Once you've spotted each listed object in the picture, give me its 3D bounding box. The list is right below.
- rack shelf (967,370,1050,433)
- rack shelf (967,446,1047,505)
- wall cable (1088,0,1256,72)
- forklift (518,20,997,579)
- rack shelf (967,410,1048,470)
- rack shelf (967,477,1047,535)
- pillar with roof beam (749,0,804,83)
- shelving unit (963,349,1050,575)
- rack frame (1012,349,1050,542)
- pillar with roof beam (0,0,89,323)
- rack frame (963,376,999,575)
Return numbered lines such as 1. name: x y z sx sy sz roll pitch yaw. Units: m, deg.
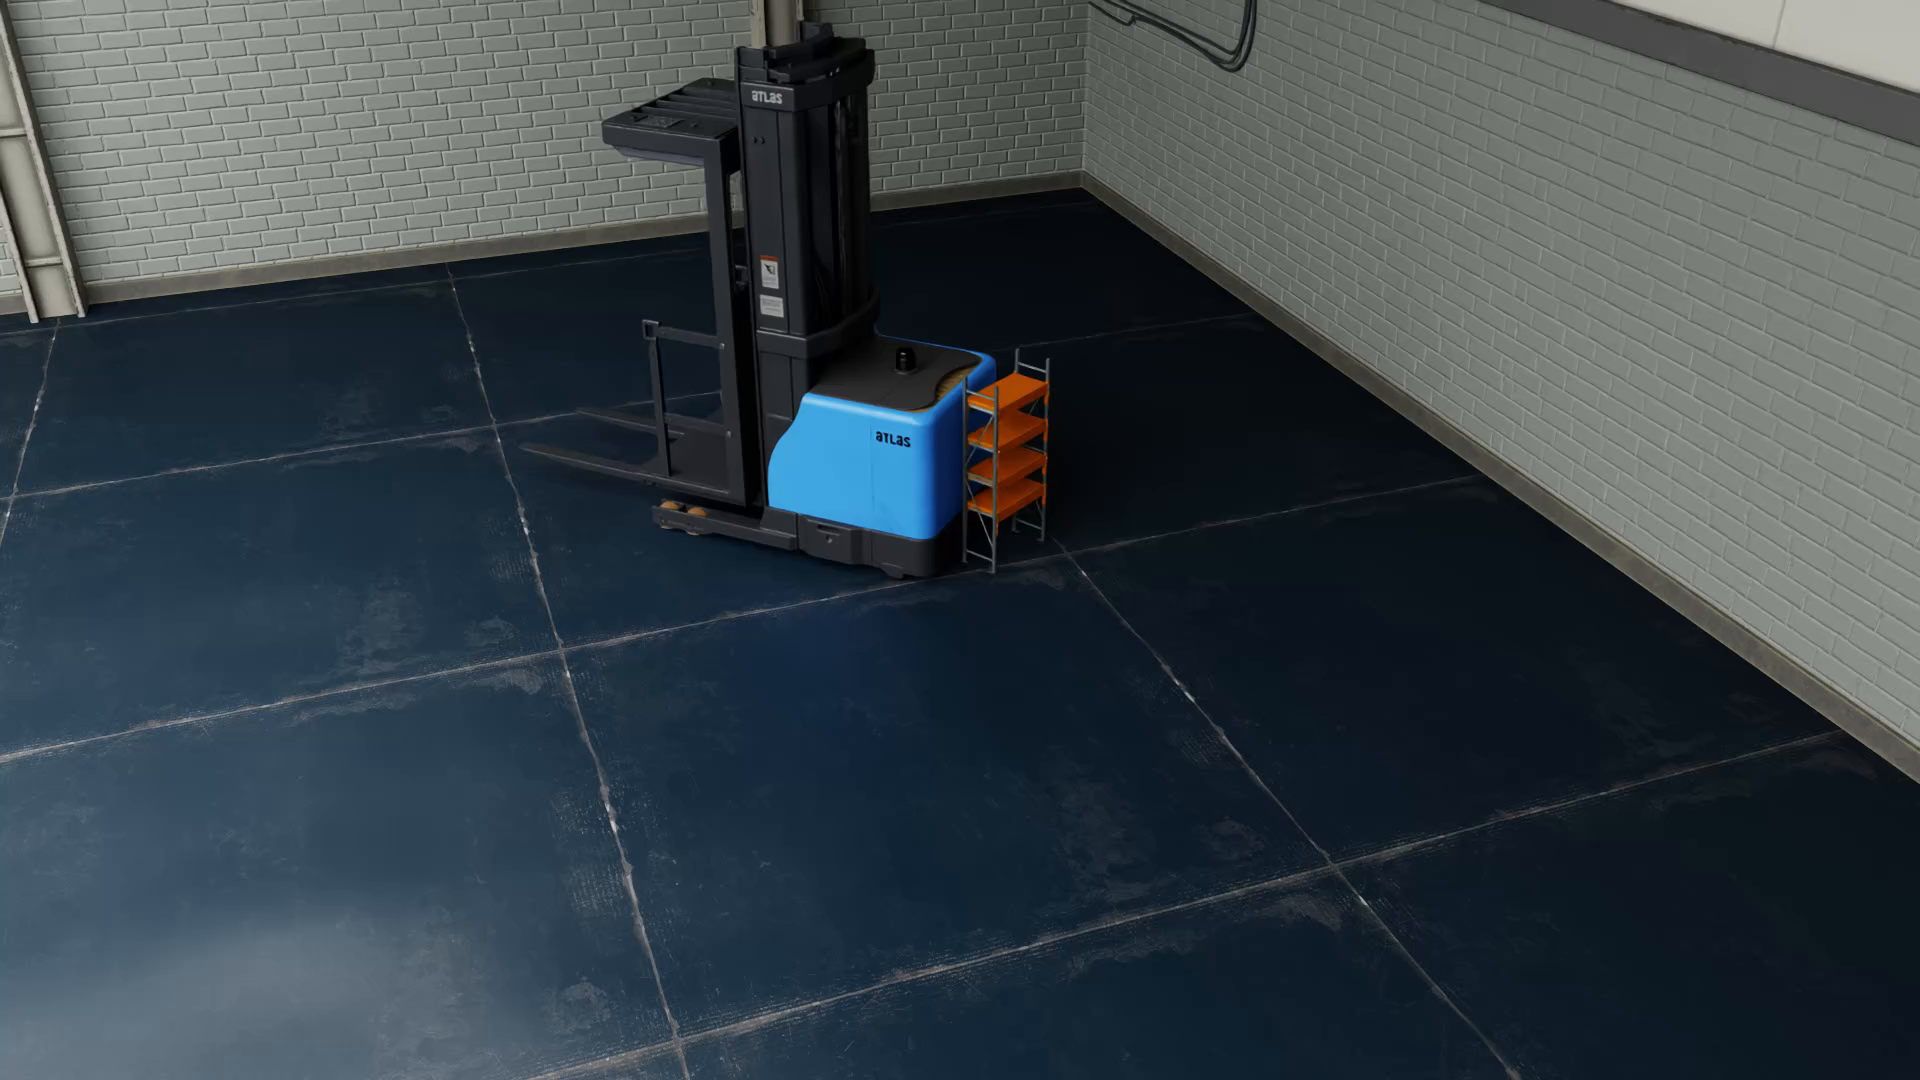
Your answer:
1. rack shelf: 0.266 -0.794 9.488 0.258 0.148 0.480 21 36 33
2. rack shelf: 0.266 -0.394 9.716 0.258 0.148 0.480 21 36 33
3. wall cable: 1.659 -5.306 13.459 0.112 2.526 3.097 -10 31 -18
4. forklift: -1.331 -1.524 9.814 3.031 2.935 1.130 13 32 21
5. rack shelf: 0.266 -0.588 9.605 0.258 0.148 0.480 21 36 33
6. rack shelf: 0.266 -0.221 9.814 0.258 0.148 0.480 21 36 33
7. pillar with roof beam: -0.062 -4.762 9.369 0.400 9.000 9.100 -10 31 -18
8. shelving unit: 0.266 -0.452 9.683 0.258 1.200 0.503 21 36 33
9. rack frame: 0.418 -0.547 9.849 0.240 1.200 0.015 21 36 33
10. pillar with roof beam: -5.686 -3.727 7.551 0.400 9.000 9.100 -10 31 -18
11. rack frame: 0.114 -0.358 9.517 0.240 1.200 0.015 21 36 33
